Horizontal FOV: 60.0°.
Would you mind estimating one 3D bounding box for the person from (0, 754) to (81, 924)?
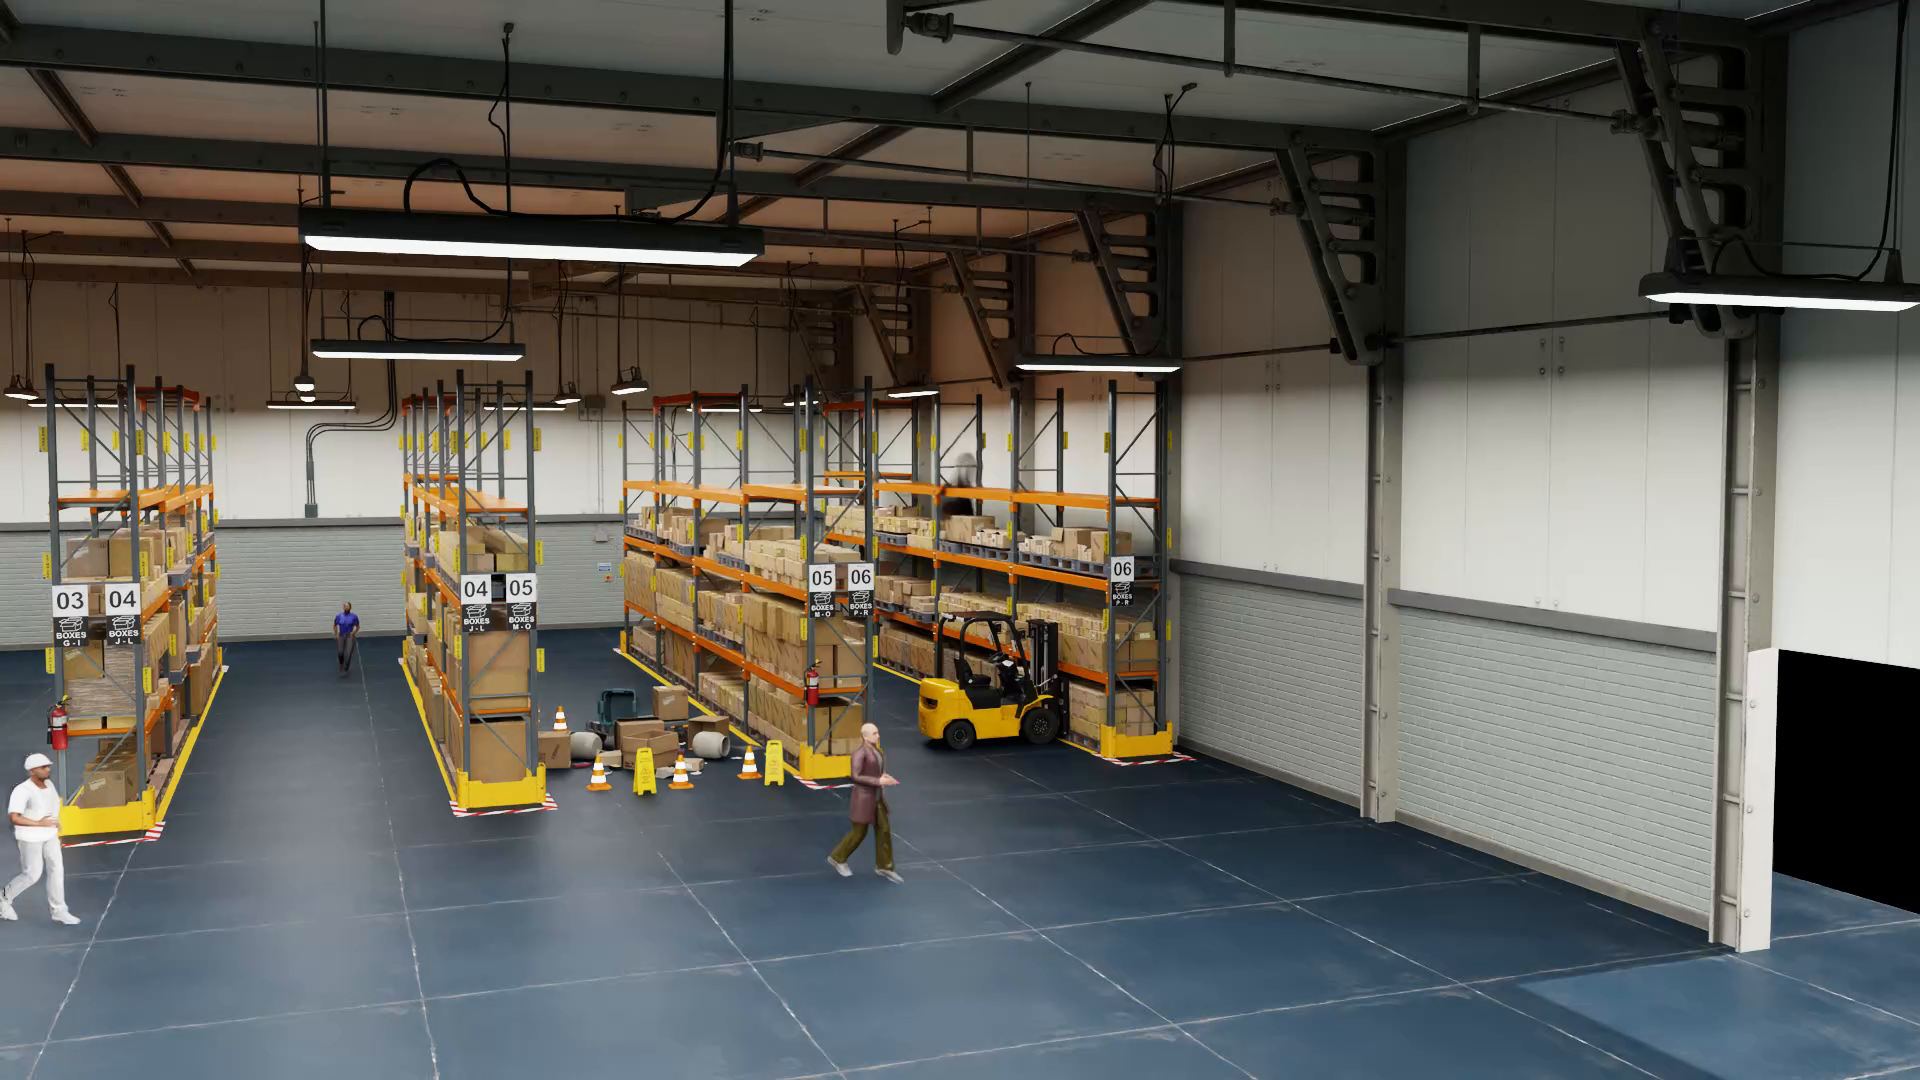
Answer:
[{"bbox_3d":[-9.597,3.104,17.271,0.864,1.784,0.726,0,3,7],"label":"person"}]

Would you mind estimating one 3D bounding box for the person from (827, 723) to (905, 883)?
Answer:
[{"bbox_3d":[-1.077,3.096,19.010,0.922,1.632,0.737,2,4,24],"label":"person"}]

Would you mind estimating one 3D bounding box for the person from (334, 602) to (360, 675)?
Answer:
[{"bbox_3d":[-13.173,2.127,35.726,0.530,1.579,0.557,-1,4,-20],"label":"person"}]
